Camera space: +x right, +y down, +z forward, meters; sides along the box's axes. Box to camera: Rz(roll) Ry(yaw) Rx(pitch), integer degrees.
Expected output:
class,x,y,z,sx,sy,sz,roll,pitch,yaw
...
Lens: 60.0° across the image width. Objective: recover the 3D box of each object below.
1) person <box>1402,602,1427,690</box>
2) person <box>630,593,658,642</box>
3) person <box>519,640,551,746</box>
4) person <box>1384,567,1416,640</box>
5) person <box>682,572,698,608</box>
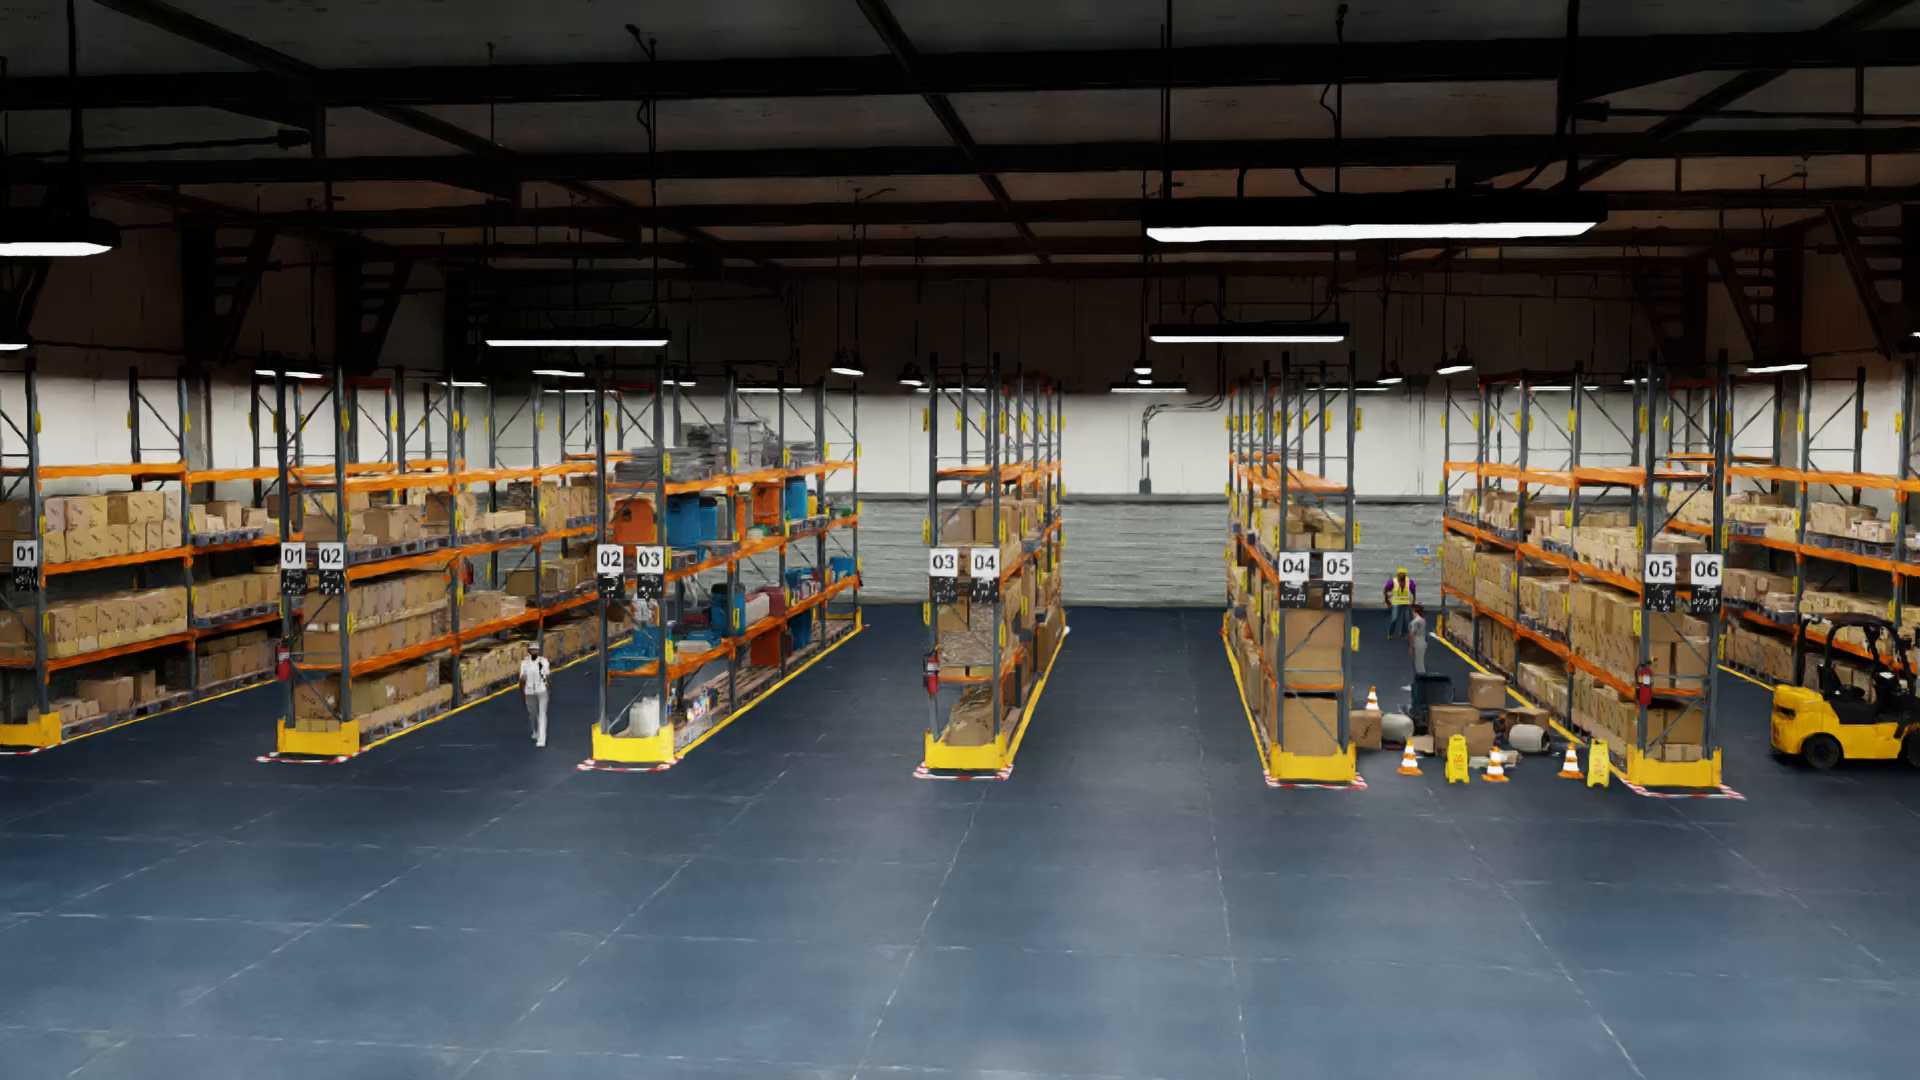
class,x,y,z,sx,sy,sz,roll,pitch,yaw
person,8.419,1.980,30.723,0.564,1.666,0.563,3,5,35
person,-6.766,1.689,35.606,0.625,1.611,0.582,0,4,5
person,-6.594,2.348,25.815,0.448,1.619,0.997,0,4,-2
person,10.100,1.440,38.154,0.719,1.682,0.578,0,4,5
person,-7.138,1.115,43.485,0.642,1.612,0.787,-1,4,-12
